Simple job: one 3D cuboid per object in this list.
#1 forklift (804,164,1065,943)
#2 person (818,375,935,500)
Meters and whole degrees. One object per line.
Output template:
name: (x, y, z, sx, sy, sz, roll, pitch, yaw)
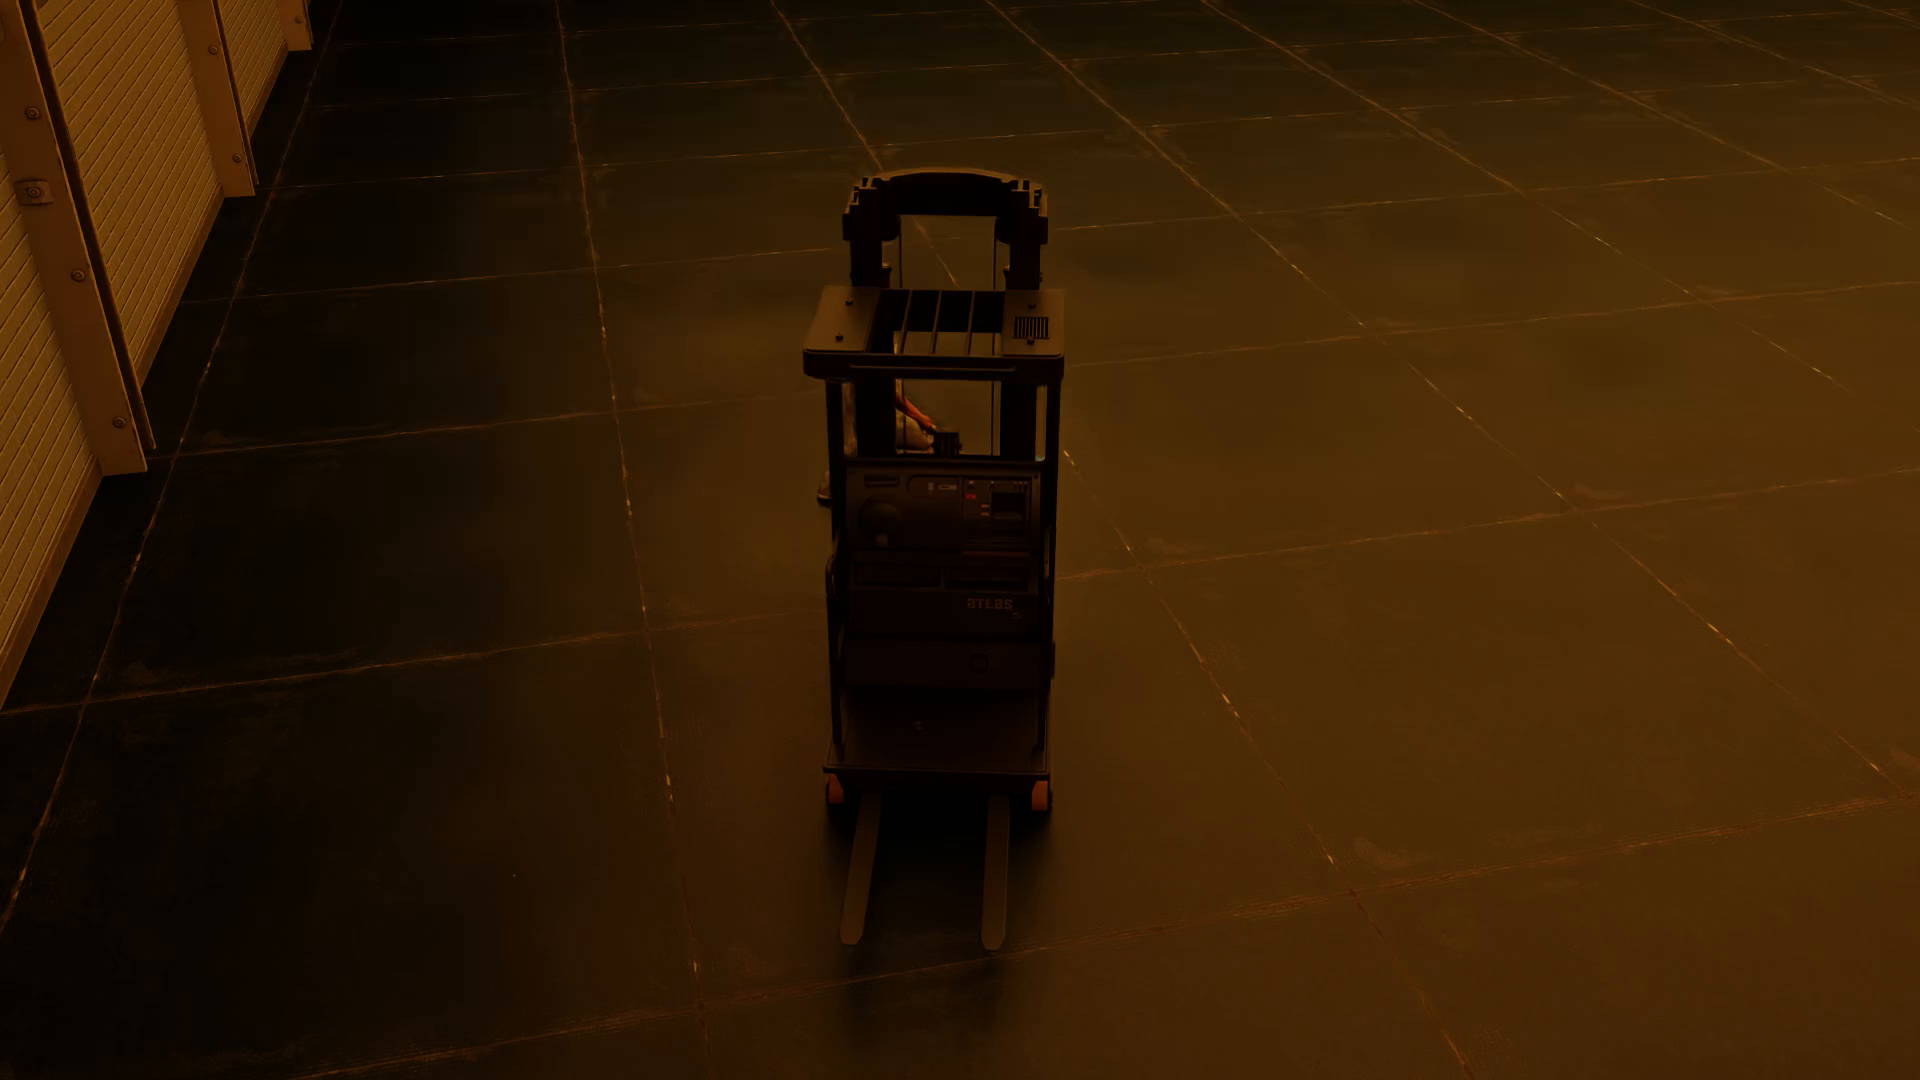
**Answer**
forklift: (-0.087, -0.126, 7.792, 1.130, 2.935, 3.031, 2, 30, 3)
person: (-0.554, -0.872, 10.511, 0.657, 1.552, 0.888, -11, 32, -19)
